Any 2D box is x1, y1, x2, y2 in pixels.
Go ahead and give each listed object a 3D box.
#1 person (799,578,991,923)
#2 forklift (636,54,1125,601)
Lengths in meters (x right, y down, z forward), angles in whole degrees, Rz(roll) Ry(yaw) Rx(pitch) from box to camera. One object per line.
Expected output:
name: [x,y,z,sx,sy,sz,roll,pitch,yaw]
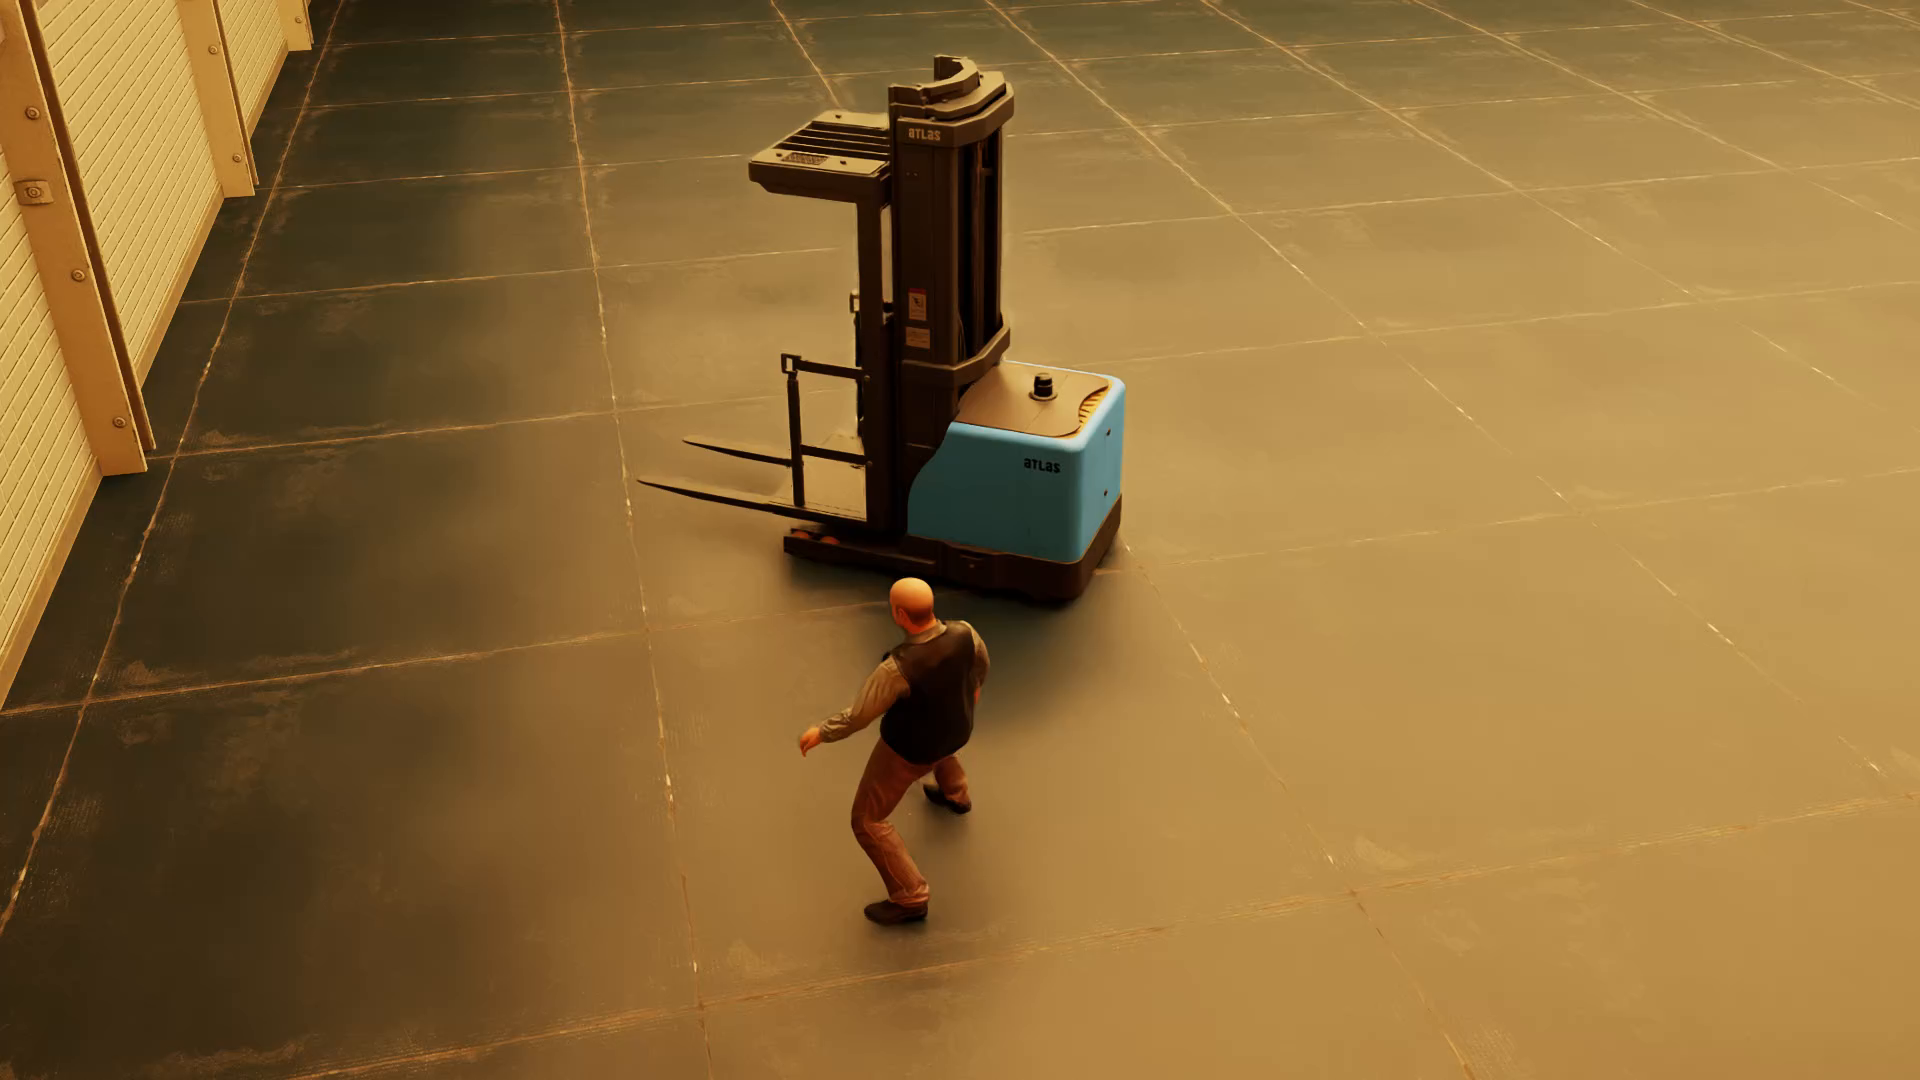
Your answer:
person: [-0.227,0.847,7.493,0.939,1.593,0.696,-23,37,-34]
forklift: [-0.560,-1.357,9.919,3.031,2.935,1.130,11,32,18]
